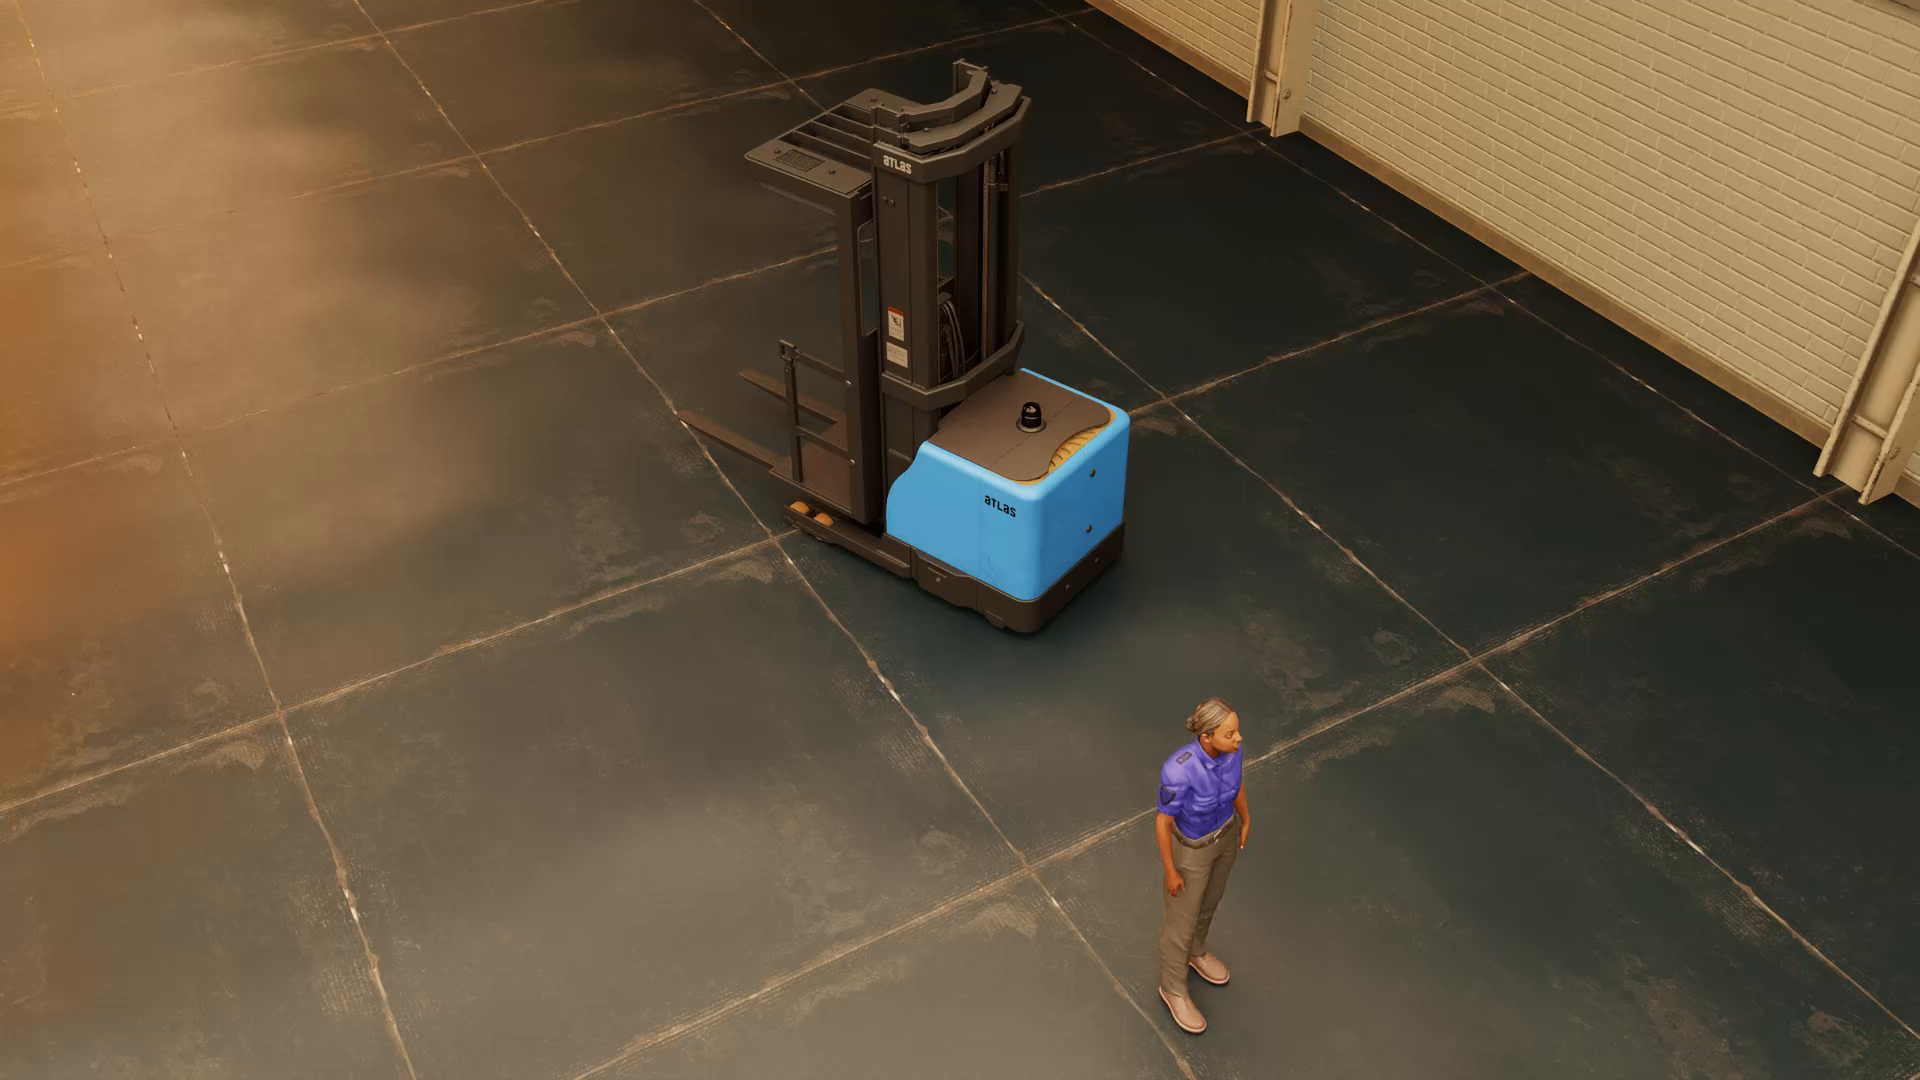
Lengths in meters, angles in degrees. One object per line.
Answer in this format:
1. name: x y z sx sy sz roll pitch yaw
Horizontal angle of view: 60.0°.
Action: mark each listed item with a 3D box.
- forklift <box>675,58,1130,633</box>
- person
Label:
1. forklift: -0.481 -1.366 9.683 3.031 2.935 1.130 26 46 28
2. person: 1.116 1.402 7.335 0.570 1.656 0.503 -29 48 -30
